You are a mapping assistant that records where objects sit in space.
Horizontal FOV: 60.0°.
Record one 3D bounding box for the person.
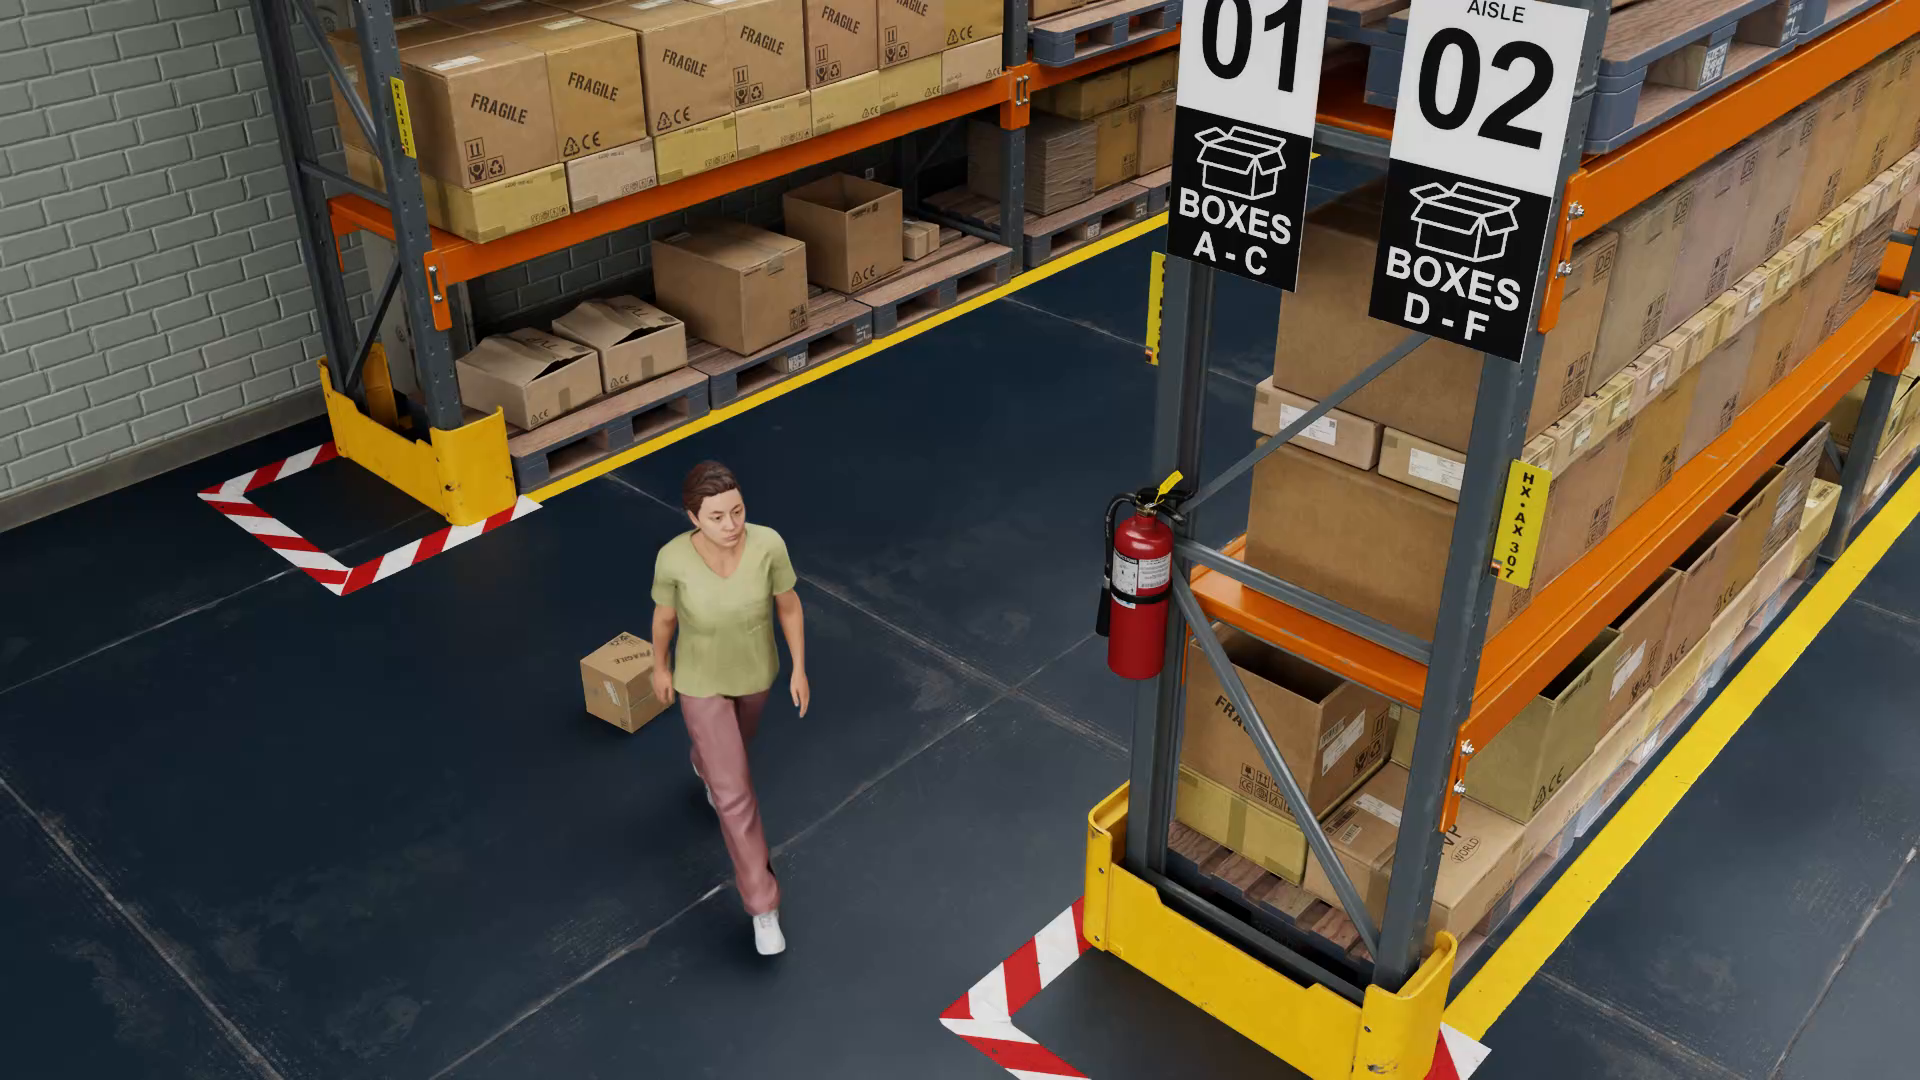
[{"bbox_3d":[-0.737,0.441,5.436,0.467,1.610,1.058,-15,34,-23],"label":"person"}]
